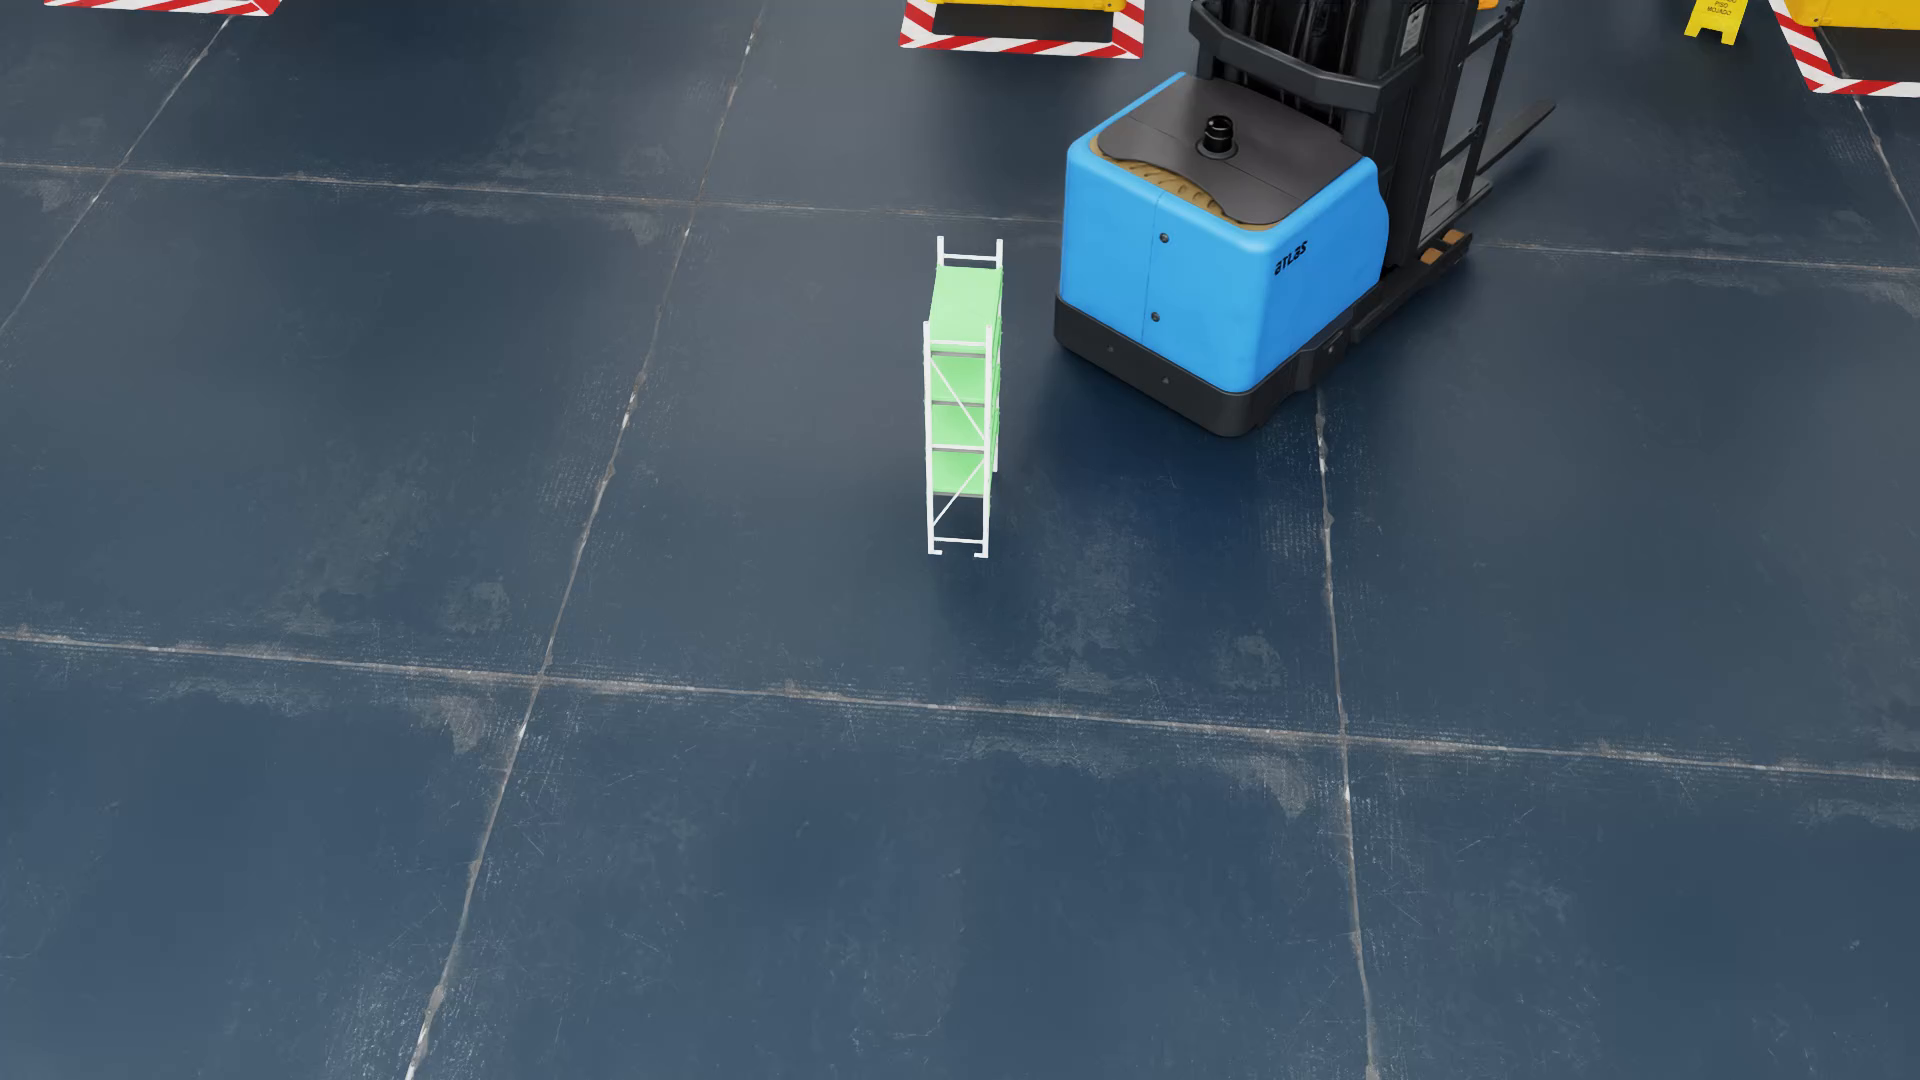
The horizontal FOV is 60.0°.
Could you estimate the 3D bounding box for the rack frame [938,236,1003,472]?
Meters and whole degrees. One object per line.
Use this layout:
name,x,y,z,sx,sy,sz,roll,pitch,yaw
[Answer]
rack frame,0.037,-0.706,6.583,0.240,1.200,0.015,4,48,4

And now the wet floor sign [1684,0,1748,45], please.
wet floor sign,4.239,-3.093,9.141,0.267,0.644,0.232,19,50,17

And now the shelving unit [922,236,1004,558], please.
shelving unit,0.015,-0.527,6.419,0.258,1.200,0.503,4,48,4

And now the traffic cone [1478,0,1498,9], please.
traffic cone,2.940,-3.326,9.479,0.336,0.463,0.334,4,48,4

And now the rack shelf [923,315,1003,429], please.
rack shelf,0.015,-0.645,6.289,0.258,0.148,0.480,4,48,4

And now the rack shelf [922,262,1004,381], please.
rack shelf,0.015,-0.807,6.111,0.258,0.148,0.480,4,48,4

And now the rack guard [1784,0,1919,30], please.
rack guard,5.328,-3.167,9.308,1.175,0.500,0.348,4,48,4

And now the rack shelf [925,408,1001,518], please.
rack shelf,0.015,-0.321,6.643,0.258,0.148,0.480,4,48,4

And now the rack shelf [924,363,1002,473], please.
rack shelf,0.015,-0.483,6.466,0.258,0.148,0.480,4,48,4

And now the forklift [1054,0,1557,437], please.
forklift,1.788,-2.430,6.986,1.130,2.935,3.031,34,56,27

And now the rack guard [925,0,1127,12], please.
rack guard,0.381,-3.352,9.477,1.175,0.500,0.348,4,48,4

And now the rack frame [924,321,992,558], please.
rack frame,-0.007,-0.347,6.255,0.240,1.200,0.015,4,48,4
